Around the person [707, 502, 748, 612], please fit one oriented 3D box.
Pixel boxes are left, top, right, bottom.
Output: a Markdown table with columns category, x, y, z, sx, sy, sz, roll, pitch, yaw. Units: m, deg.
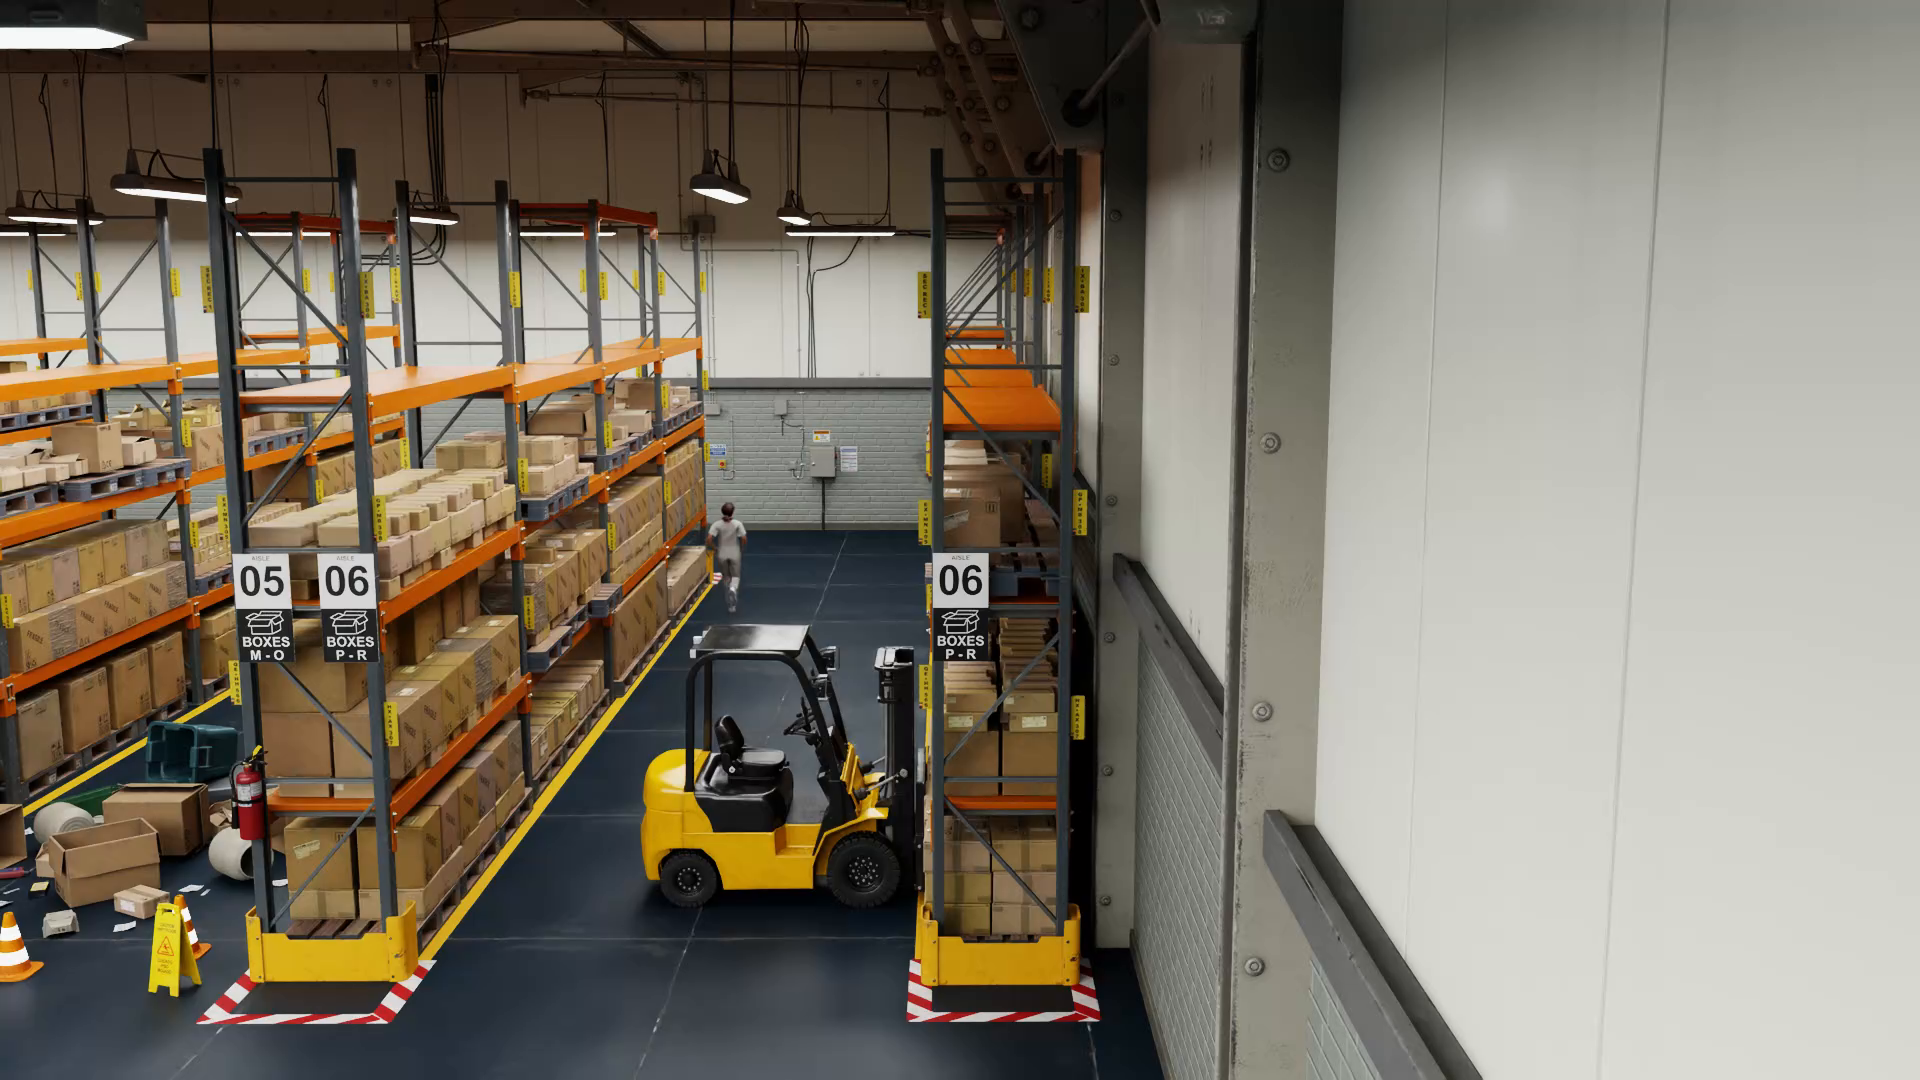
| category | x | y | z | sx | sy | sz | roll | pitch | yaw |
| --- | --- | --- | --- | --- | --- | --- | --- | --- | --- |
| person | -3.337 | 0.260 | 23.913 | 0.580 | 1.630 | 0.699 | 0 | 9 | -3 |
